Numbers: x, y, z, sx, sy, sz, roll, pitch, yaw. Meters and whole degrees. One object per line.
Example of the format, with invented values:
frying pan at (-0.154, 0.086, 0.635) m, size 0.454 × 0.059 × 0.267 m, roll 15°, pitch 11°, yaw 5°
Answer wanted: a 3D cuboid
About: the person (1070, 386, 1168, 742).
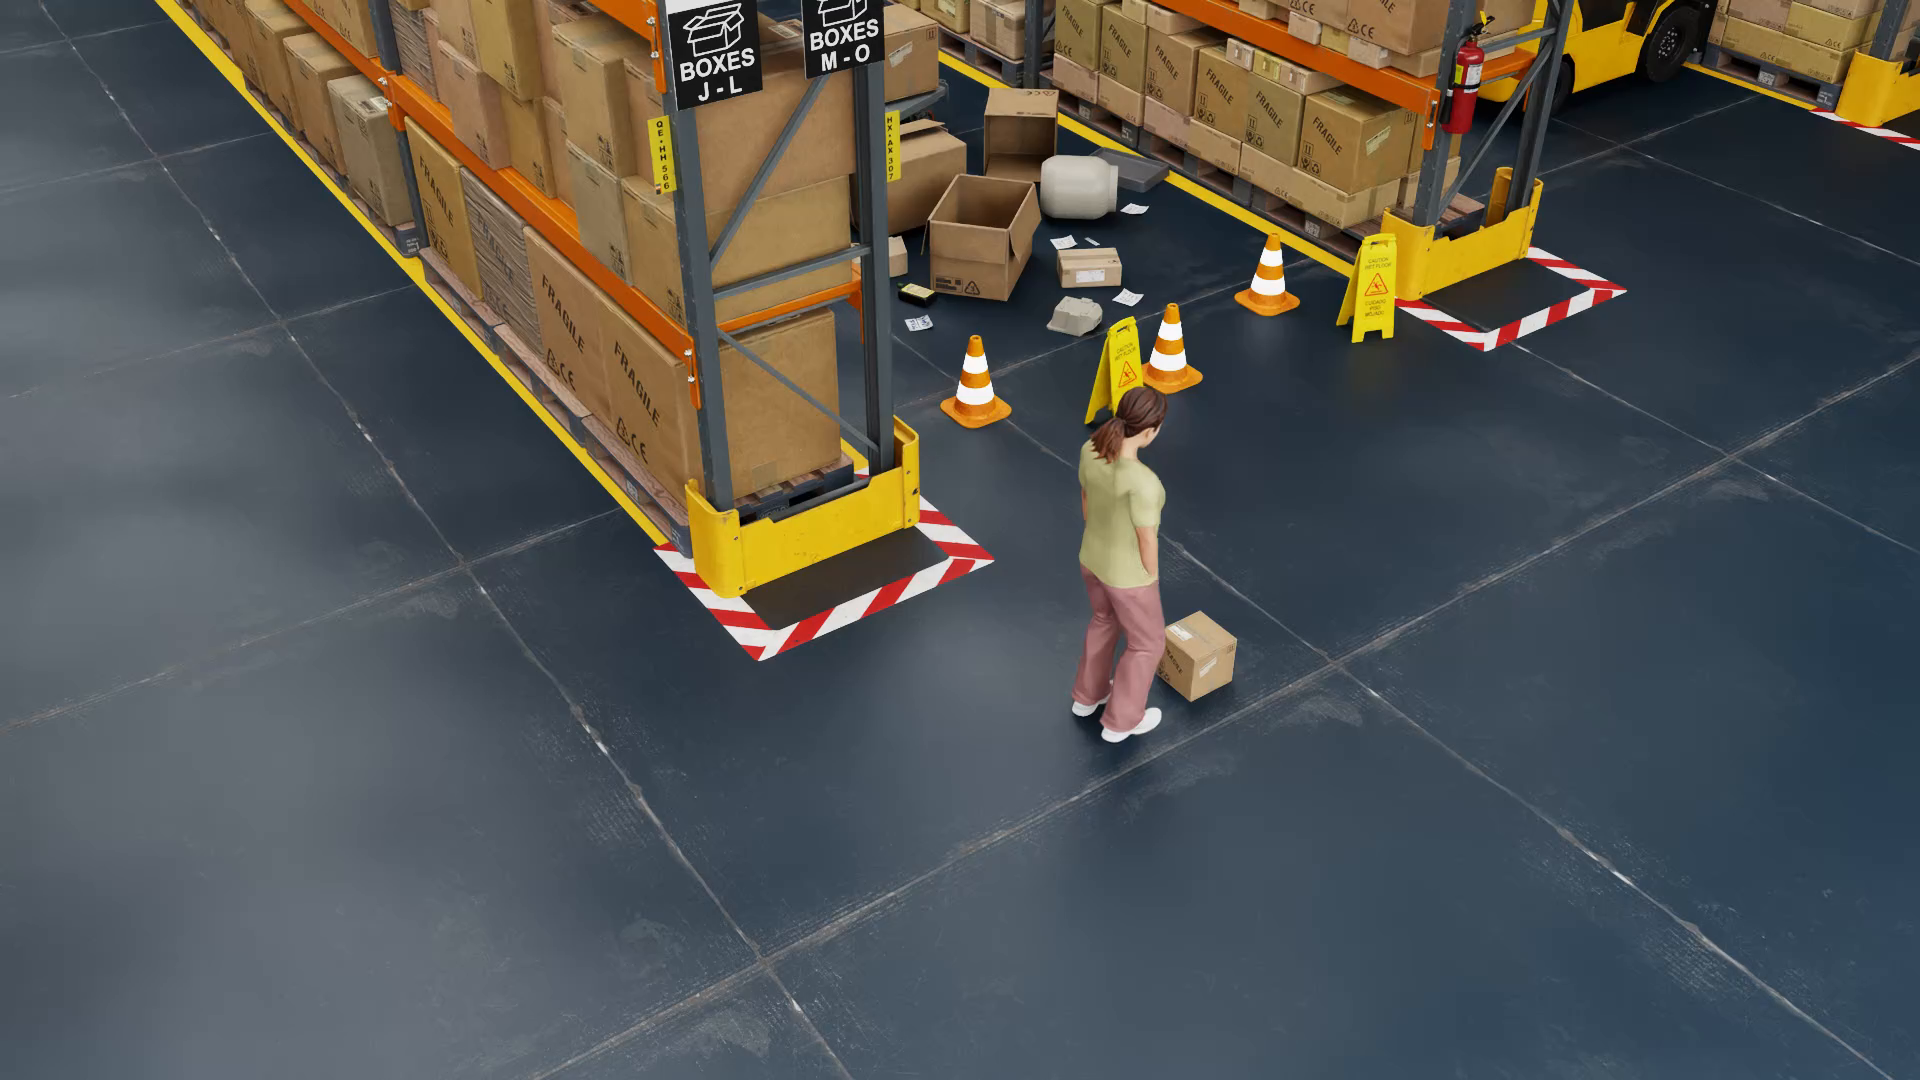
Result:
person at (0.660, 0.104, 6.886) m, size 0.351 × 1.659 × 0.458 m, roll -22°, pitch 42°, yaw -27°
